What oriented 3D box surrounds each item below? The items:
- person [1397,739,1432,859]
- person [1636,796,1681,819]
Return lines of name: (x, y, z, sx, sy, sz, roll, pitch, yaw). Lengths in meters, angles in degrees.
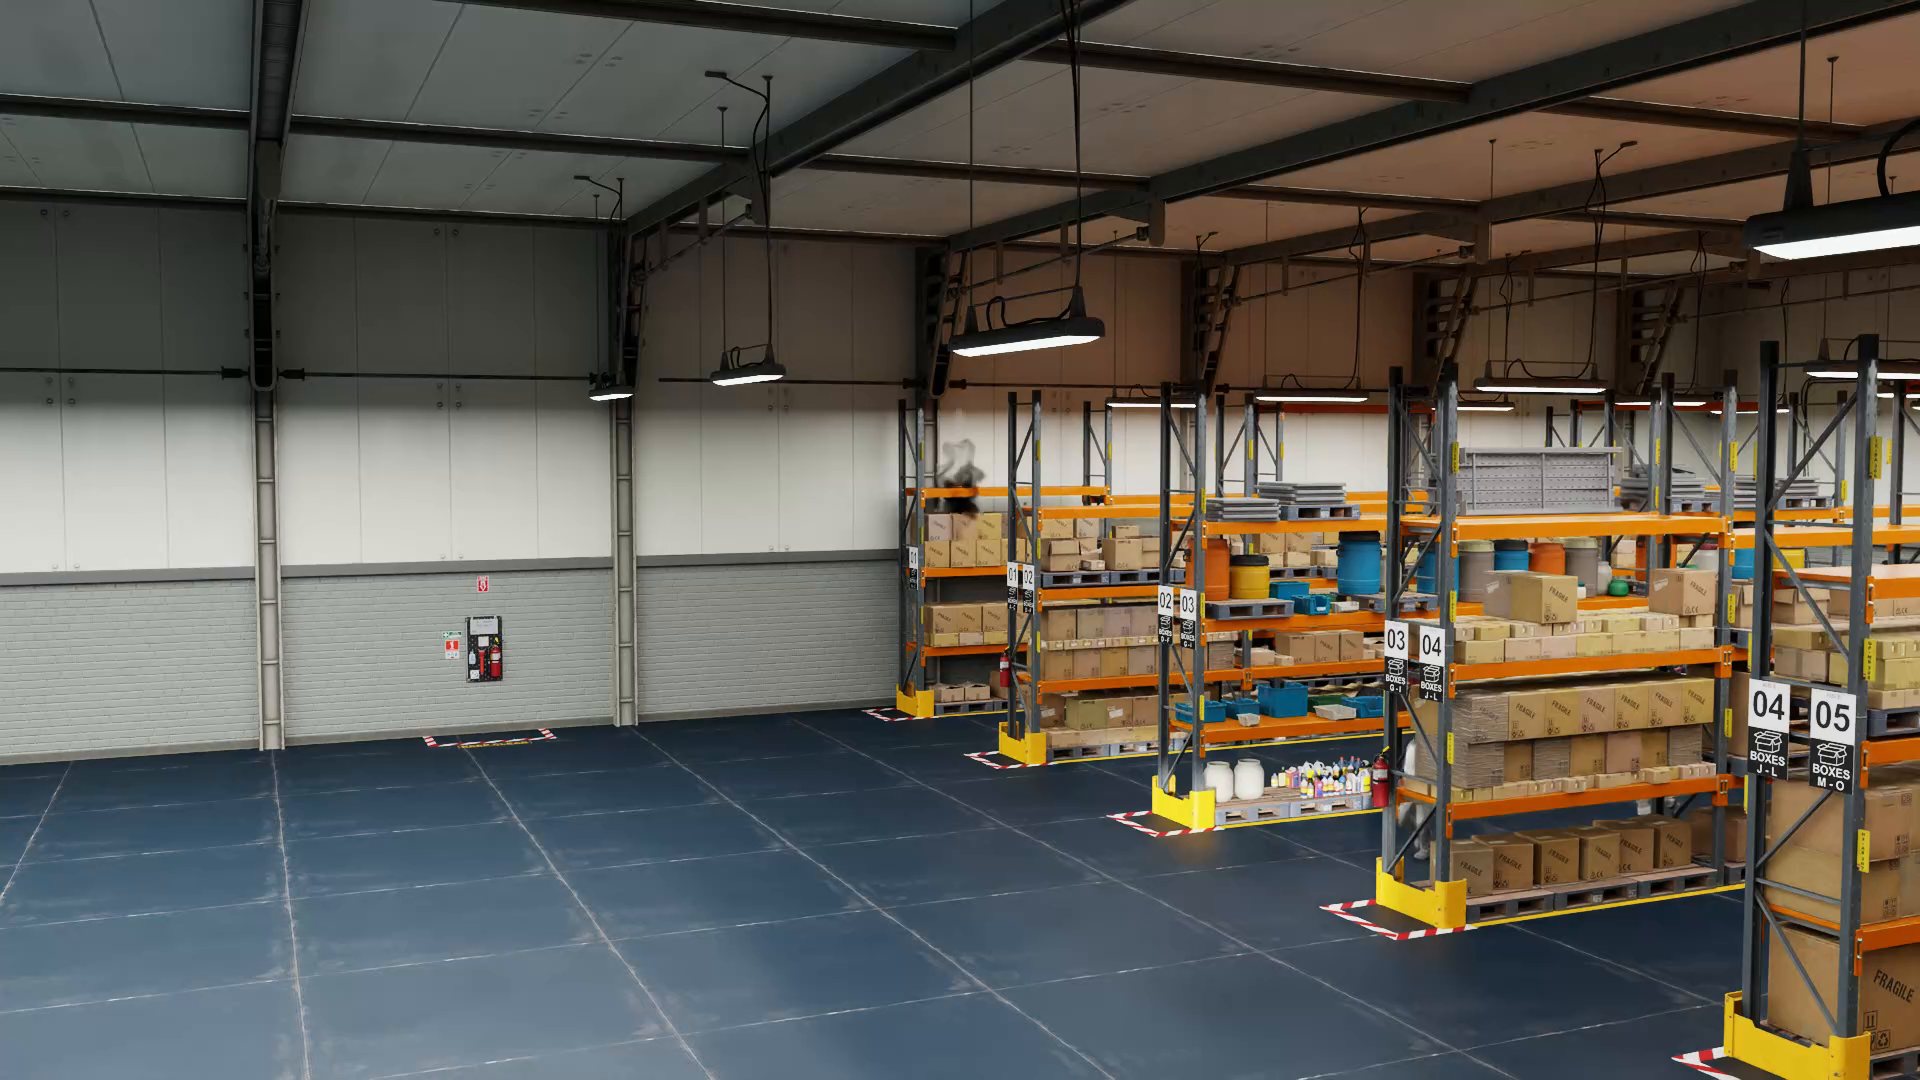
person: (5.681, 3.091, 20.619, 0.570, 1.731, 0.658, -3, 4, -39)
person: (9.215, 3.002, 22.007, 0.780, 1.748, 0.663, -2, 4, -30)
